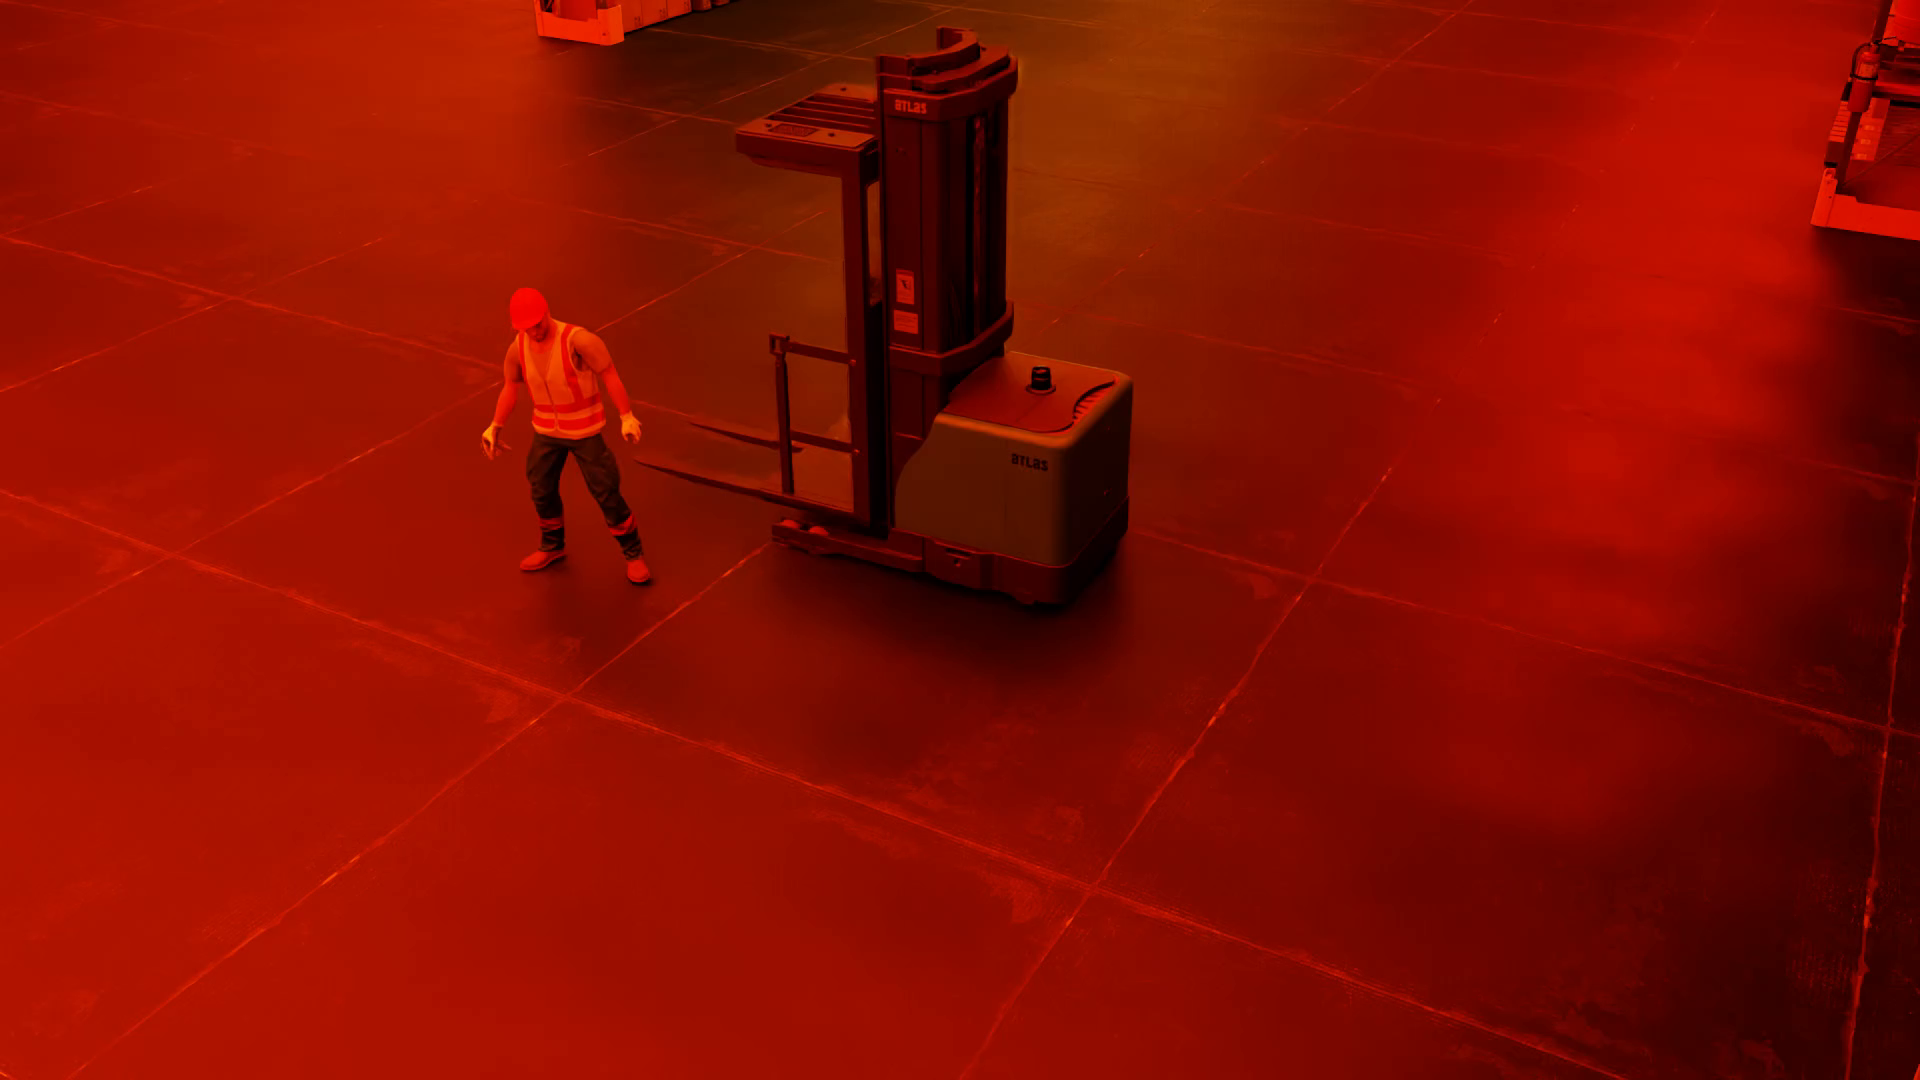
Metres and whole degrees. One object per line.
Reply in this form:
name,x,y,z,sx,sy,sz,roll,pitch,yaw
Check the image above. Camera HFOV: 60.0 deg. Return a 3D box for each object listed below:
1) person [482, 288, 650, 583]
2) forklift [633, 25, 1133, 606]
person,-2.216,-0.591,9.284,0.892,1.743,0.412,6,31,11
forklift,-0.553,-1.401,9.498,3.031,2.935,1.130,14,33,22
